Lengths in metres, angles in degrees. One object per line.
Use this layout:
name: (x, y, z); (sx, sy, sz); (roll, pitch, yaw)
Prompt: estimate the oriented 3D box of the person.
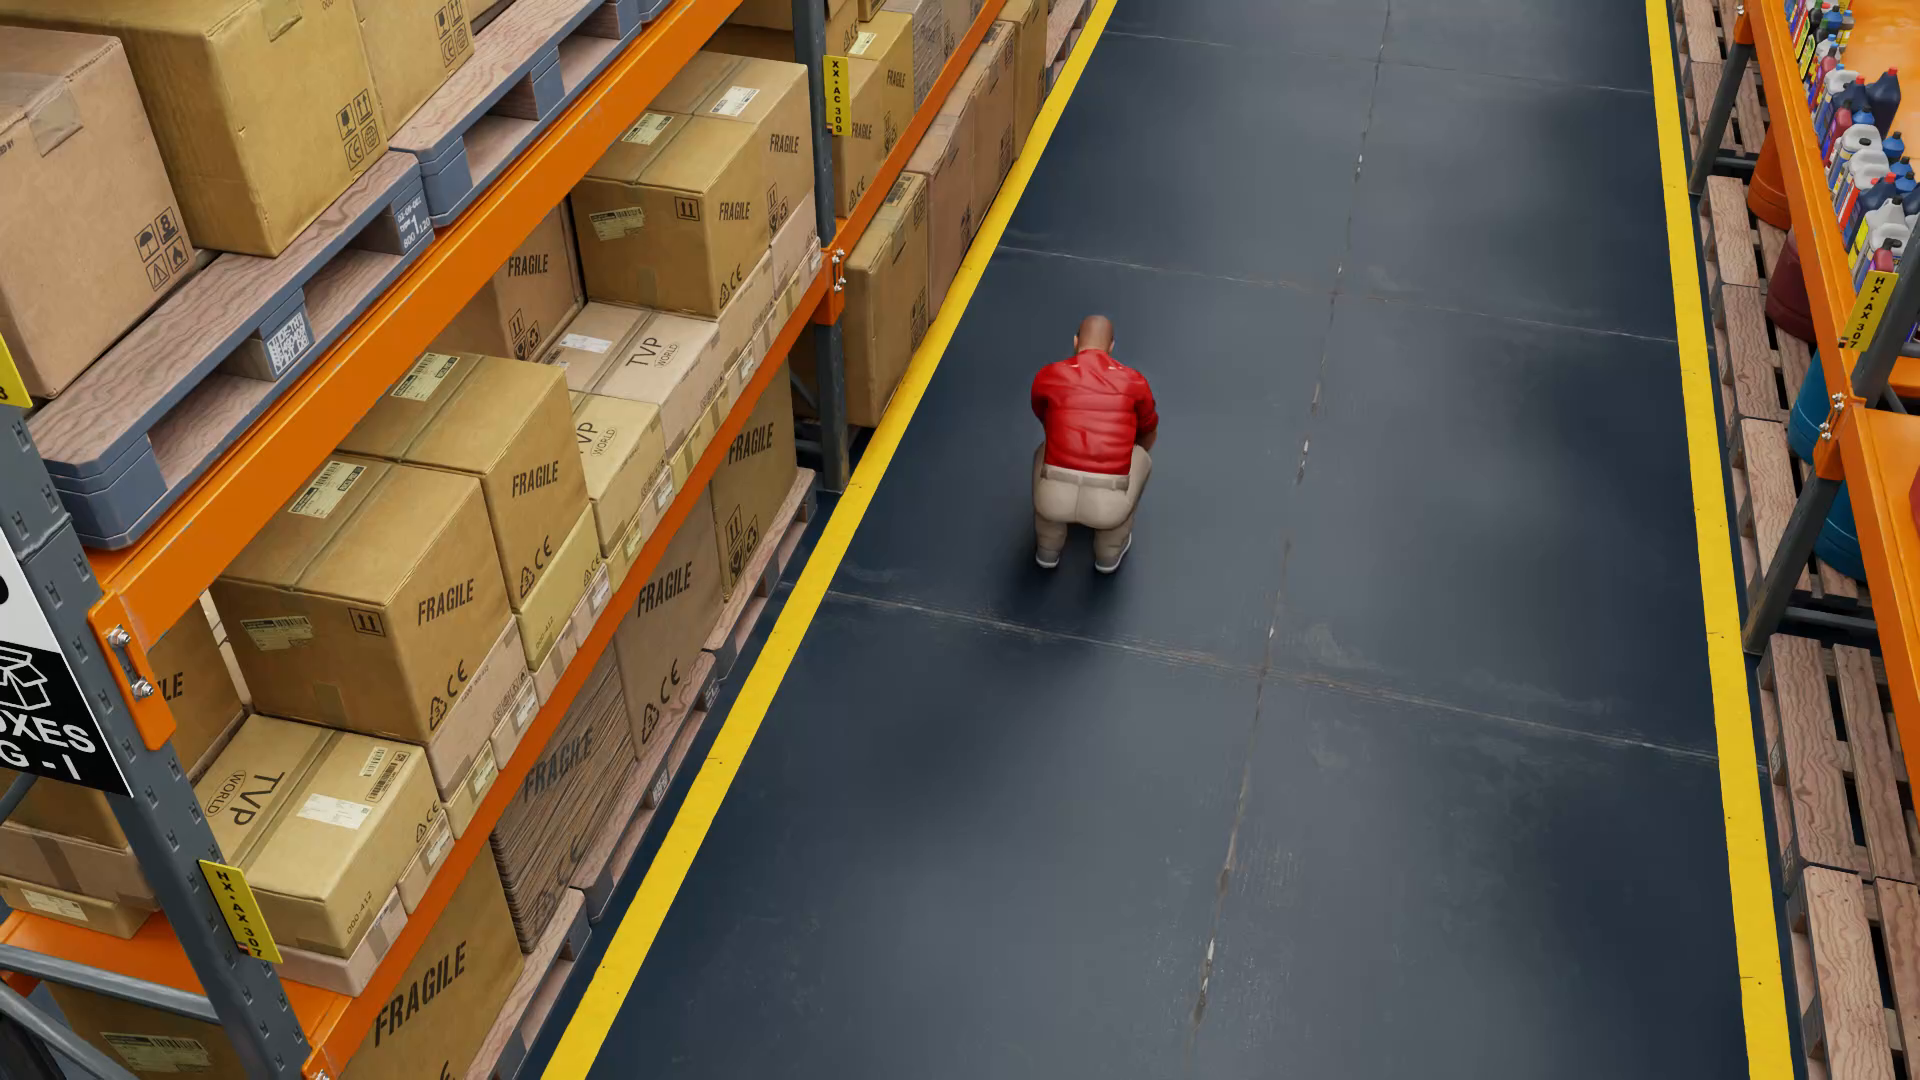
person: (0.555, -0.397, 7.215); (0.558, 0.976, 0.878); (10, 42, 11)
